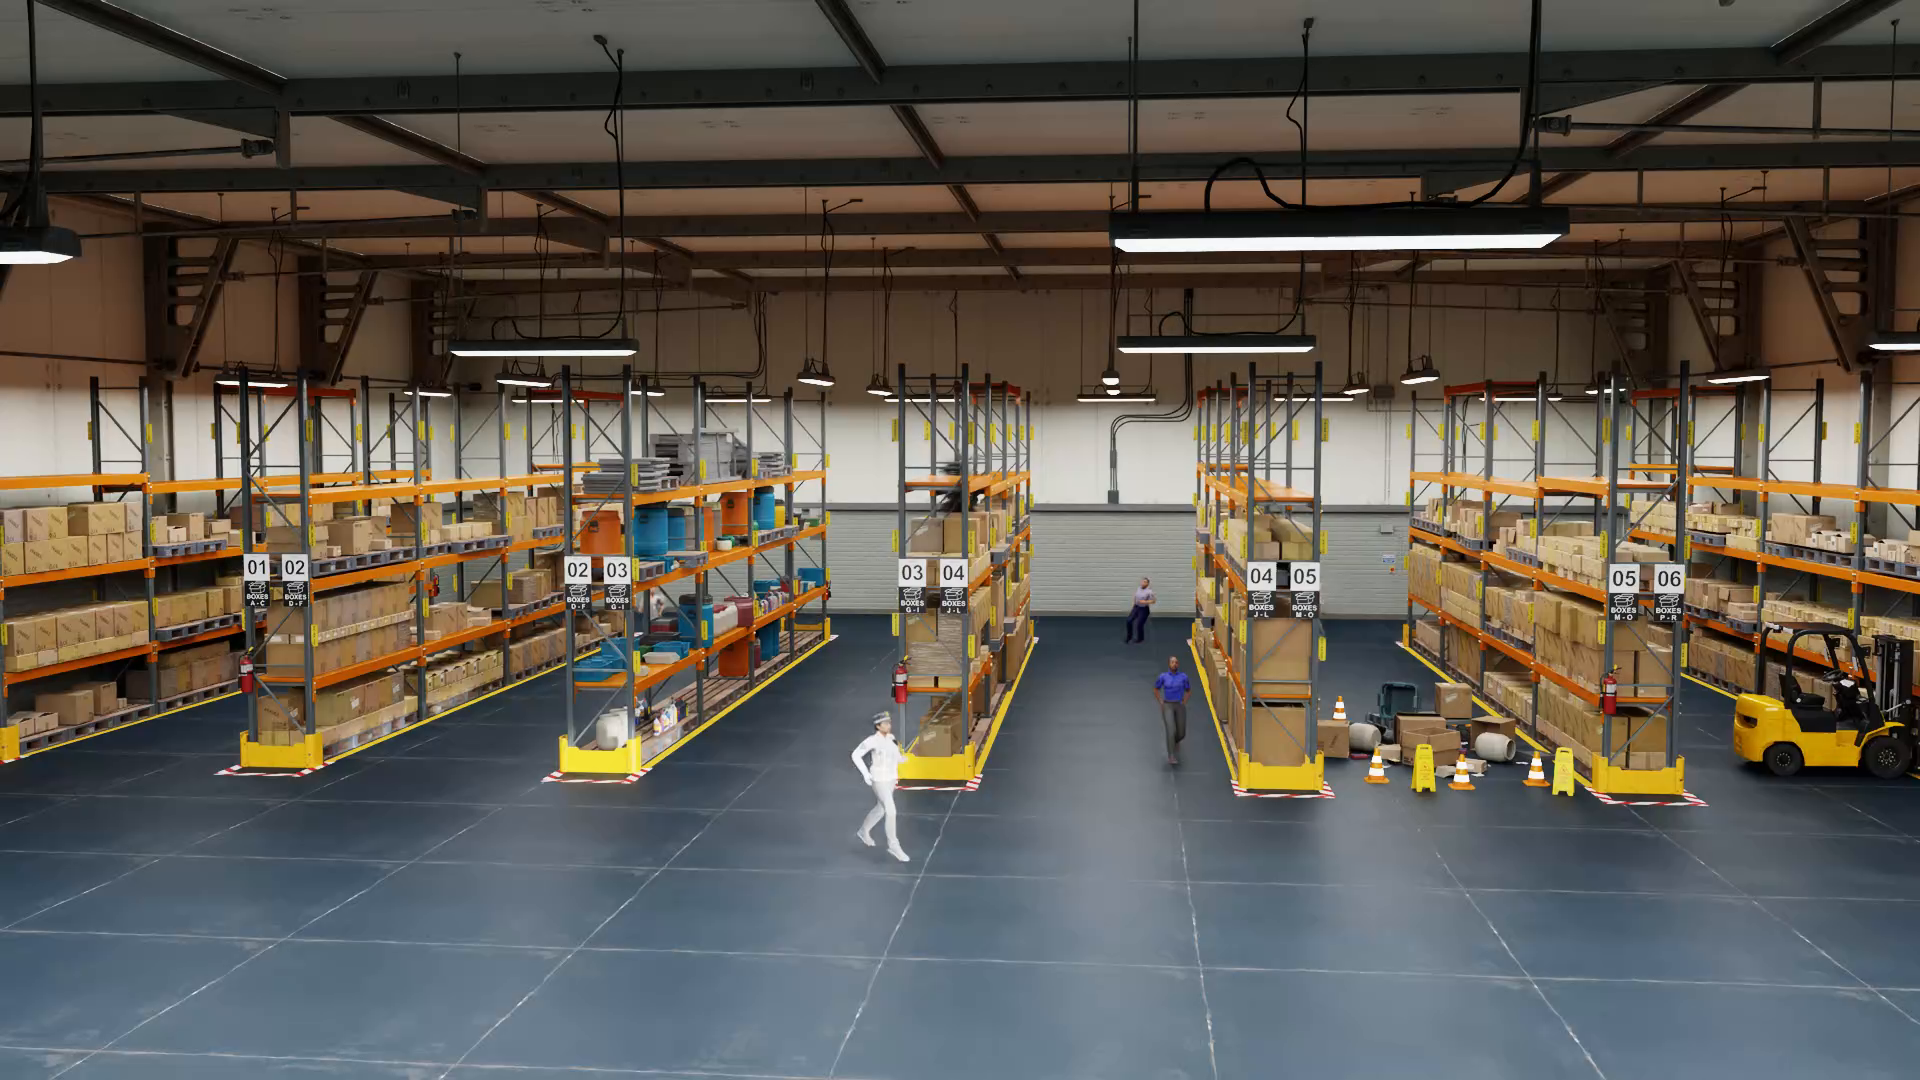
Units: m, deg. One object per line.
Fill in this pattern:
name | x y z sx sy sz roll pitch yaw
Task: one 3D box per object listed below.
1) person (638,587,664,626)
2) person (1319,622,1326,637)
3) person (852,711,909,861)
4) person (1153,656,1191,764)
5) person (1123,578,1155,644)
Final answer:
person | -6.853 1.808 36.906 0.568 1.673 0.922 0 4 -6
person | 8.535 1.564 40.481 0.756 1.621 0.529 0 4 -2
person | -0.912 2.880 19.690 0.837 1.722 0.593 2 4 34
person | 3.242 2.568 25.362 0.580 1.607 0.681 0 4 -1
person | 4.298 1.689 39.542 0.752 1.606 0.622 3 5 37
